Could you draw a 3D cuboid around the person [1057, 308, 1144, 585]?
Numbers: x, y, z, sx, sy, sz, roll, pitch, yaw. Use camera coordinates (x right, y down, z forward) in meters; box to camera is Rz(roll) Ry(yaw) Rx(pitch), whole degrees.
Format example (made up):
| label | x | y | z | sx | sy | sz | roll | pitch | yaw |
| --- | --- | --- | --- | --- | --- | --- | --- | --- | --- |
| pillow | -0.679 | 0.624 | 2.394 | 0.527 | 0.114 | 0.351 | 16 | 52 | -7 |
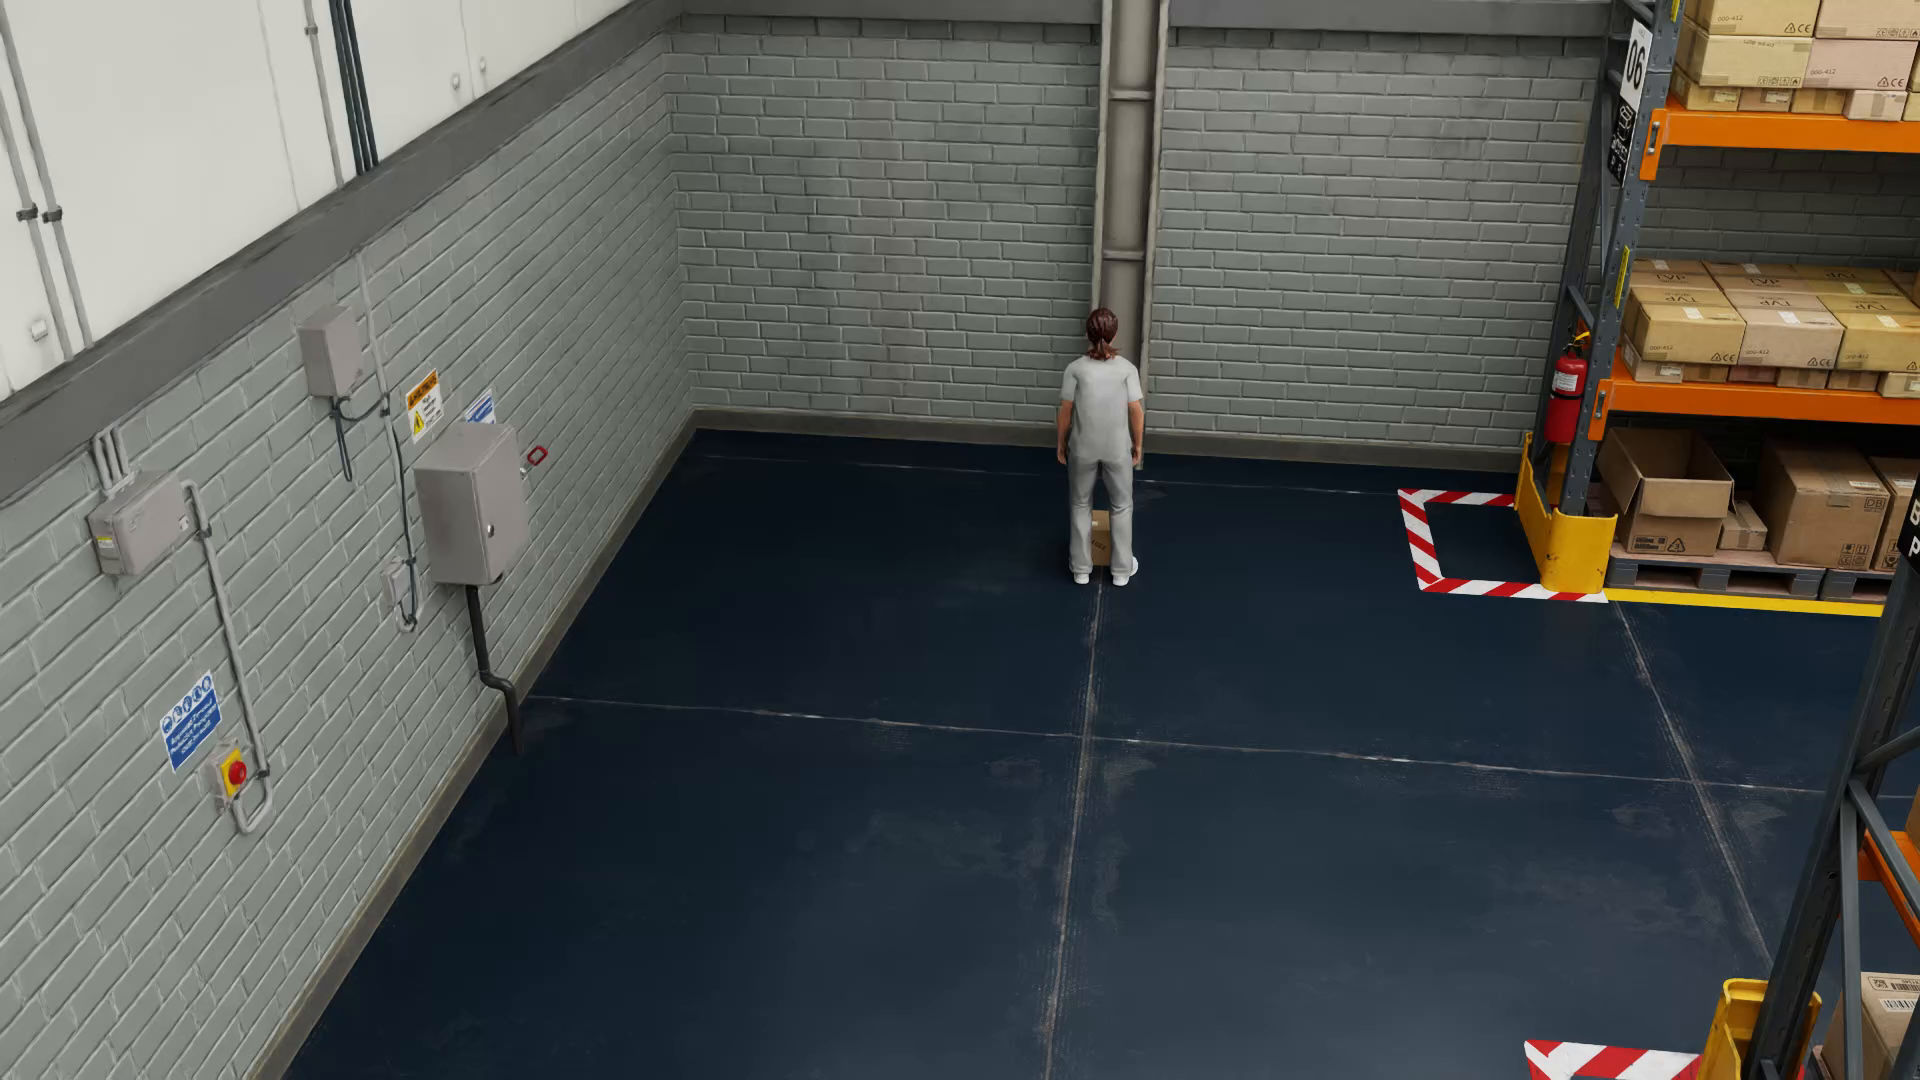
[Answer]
| label | x | y | z | sx | sy | sz | roll | pitch | yaw |
| --- | --- | --- | --- | --- | --- | --- | --- | --- | --- |
| person | 0.812 | -0.517 | 9.590 | 0.513 | 1.660 | 0.356 | 2 | 29 | 4 |
